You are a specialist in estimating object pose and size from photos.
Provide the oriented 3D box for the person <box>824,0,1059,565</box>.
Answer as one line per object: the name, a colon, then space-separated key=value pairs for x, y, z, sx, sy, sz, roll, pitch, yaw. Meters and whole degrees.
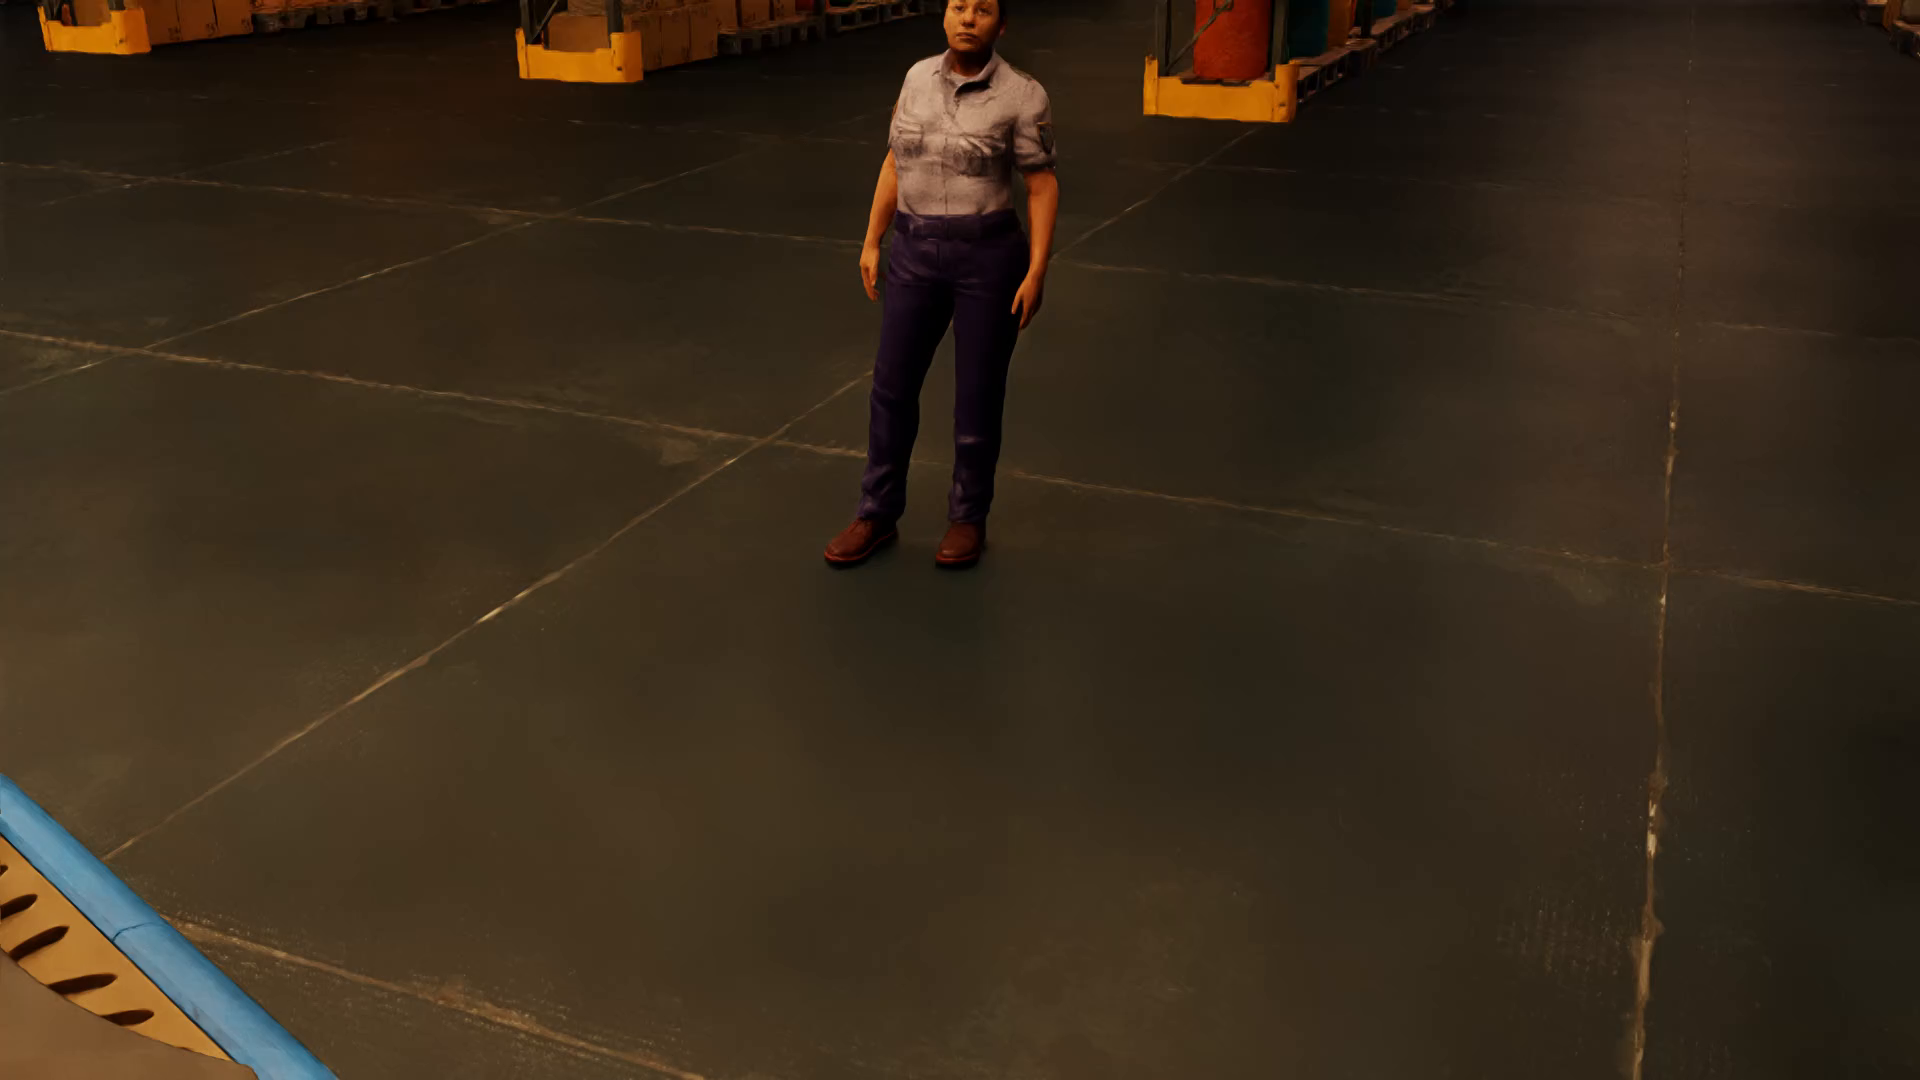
person: x=-0.055 y=-0.738 z=4.704 sx=0.599 sy=1.650 sz=0.502 roll=9 pitch=24 yaw=21
